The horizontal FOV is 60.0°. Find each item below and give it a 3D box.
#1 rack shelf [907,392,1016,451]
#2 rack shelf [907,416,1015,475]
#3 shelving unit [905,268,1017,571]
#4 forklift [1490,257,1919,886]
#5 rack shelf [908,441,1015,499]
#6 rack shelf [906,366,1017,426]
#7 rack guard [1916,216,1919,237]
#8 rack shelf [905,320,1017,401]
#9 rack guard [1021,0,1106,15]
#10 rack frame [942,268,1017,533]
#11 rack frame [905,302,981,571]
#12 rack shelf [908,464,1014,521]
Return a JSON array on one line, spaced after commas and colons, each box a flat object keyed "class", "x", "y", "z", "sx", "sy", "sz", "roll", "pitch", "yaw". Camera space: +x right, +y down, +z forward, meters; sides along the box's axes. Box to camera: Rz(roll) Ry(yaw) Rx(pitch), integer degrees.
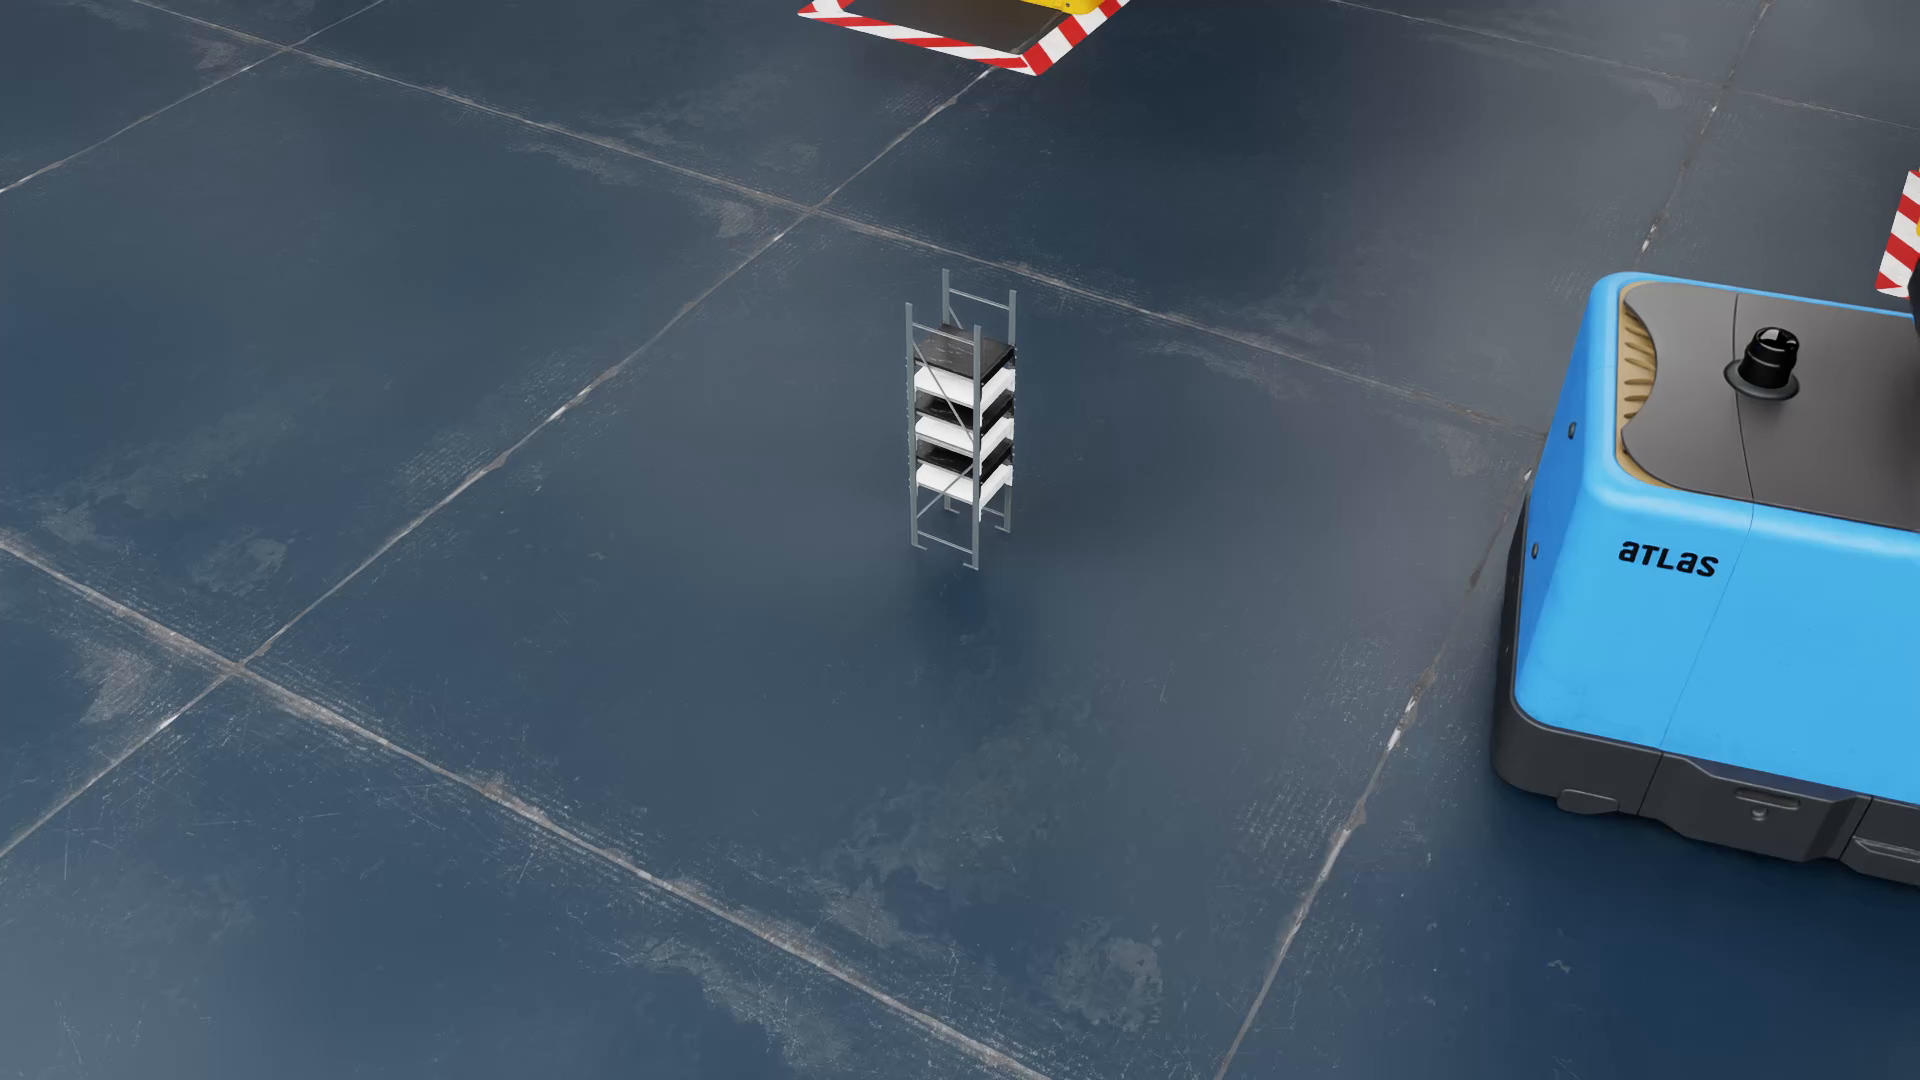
[{"class": "rack shelf", "x": 0.004, "y": -0.385, "z": 4.920, "sx": 0.258, "sy": 0.077, "sz": 0.200, "roll": 21, "pitch": 45, "yaw": 22}, {"class": "rack shelf", "x": 0.004, "y": -0.317, "z": 4.980, "sx": 0.258, "sy": 0.077, "sz": 0.200, "roll": 21, "pitch": 45, "yaw": 22}, {"class": "shelving unit", "x": 0.004, "y": -0.342, "z": 4.958, "sx": 0.258, "sy": 0.900, "sz": 0.210, "roll": 21, "pitch": 45, "yaw": 22}, {"class": "forklift", "x": 3.001, "y": -0.438, "z": 3.530, "sx": 3.031, "sy": 2.935, "sz": 1.130, "roll": 12, "pitch": 43, "yaw": 13}, {"class": "rack shelf", "x": 0.004, "y": -0.250, "z": 5.039, "sx": 0.258, "sy": 0.077, "sz": 0.200, "roll": 21, "pitch": 45, "yaw": 22}, {"class": "rack shelf", "x": 0.004, "y": -0.452, "z": 4.861, "sx": 0.258, "sy": 0.077, "sz": 0.200, "roll": 21, "pitch": 45, "yaw": 22}, {"class": "rack guard", "x": 4.387, "y": -1.292, "z": 6.339, "sx": 1.175, "sy": 0.500, "sz": 0.348, "roll": 21, "pitch": 45, "yaw": 22}, {"class": "rack shelf", "x": 0.004, "y": -0.520, "z": 4.801, "sx": 0.258, "sy": 0.077, "sz": 0.200, "roll": 21, "pitch": 45, "yaw": 22}, {"class": "rack guard", "x": 0.193, "y": -3.048, "z": 8.333, "sx": 1.175, "sy": 0.500, "sz": 0.348, "roll": 21, "pitch": 45, "yaw": 22}, {"class": "rack frame", "x": 0.055, "y": -0.401, "z": 5.024, "sx": 0.240, "sy": 0.900, "sz": 0.006, "roll": 21, "pitch": 45, "yaw": 22}, {"class": "rack frame", "x": -0.047, "y": -0.284, "z": 4.892, "sx": 0.240, "sy": 0.900, "sz": 0.006, "roll": 21, "pitch": 45, "yaw": 22}, {"class": "rack shelf", "x": 0.004, "y": -0.182, "z": 5.099, "sx": 0.258, "sy": 0.077, "sz": 0.200, "roll": 21, "pitch": 45, "yaw": 22}]
